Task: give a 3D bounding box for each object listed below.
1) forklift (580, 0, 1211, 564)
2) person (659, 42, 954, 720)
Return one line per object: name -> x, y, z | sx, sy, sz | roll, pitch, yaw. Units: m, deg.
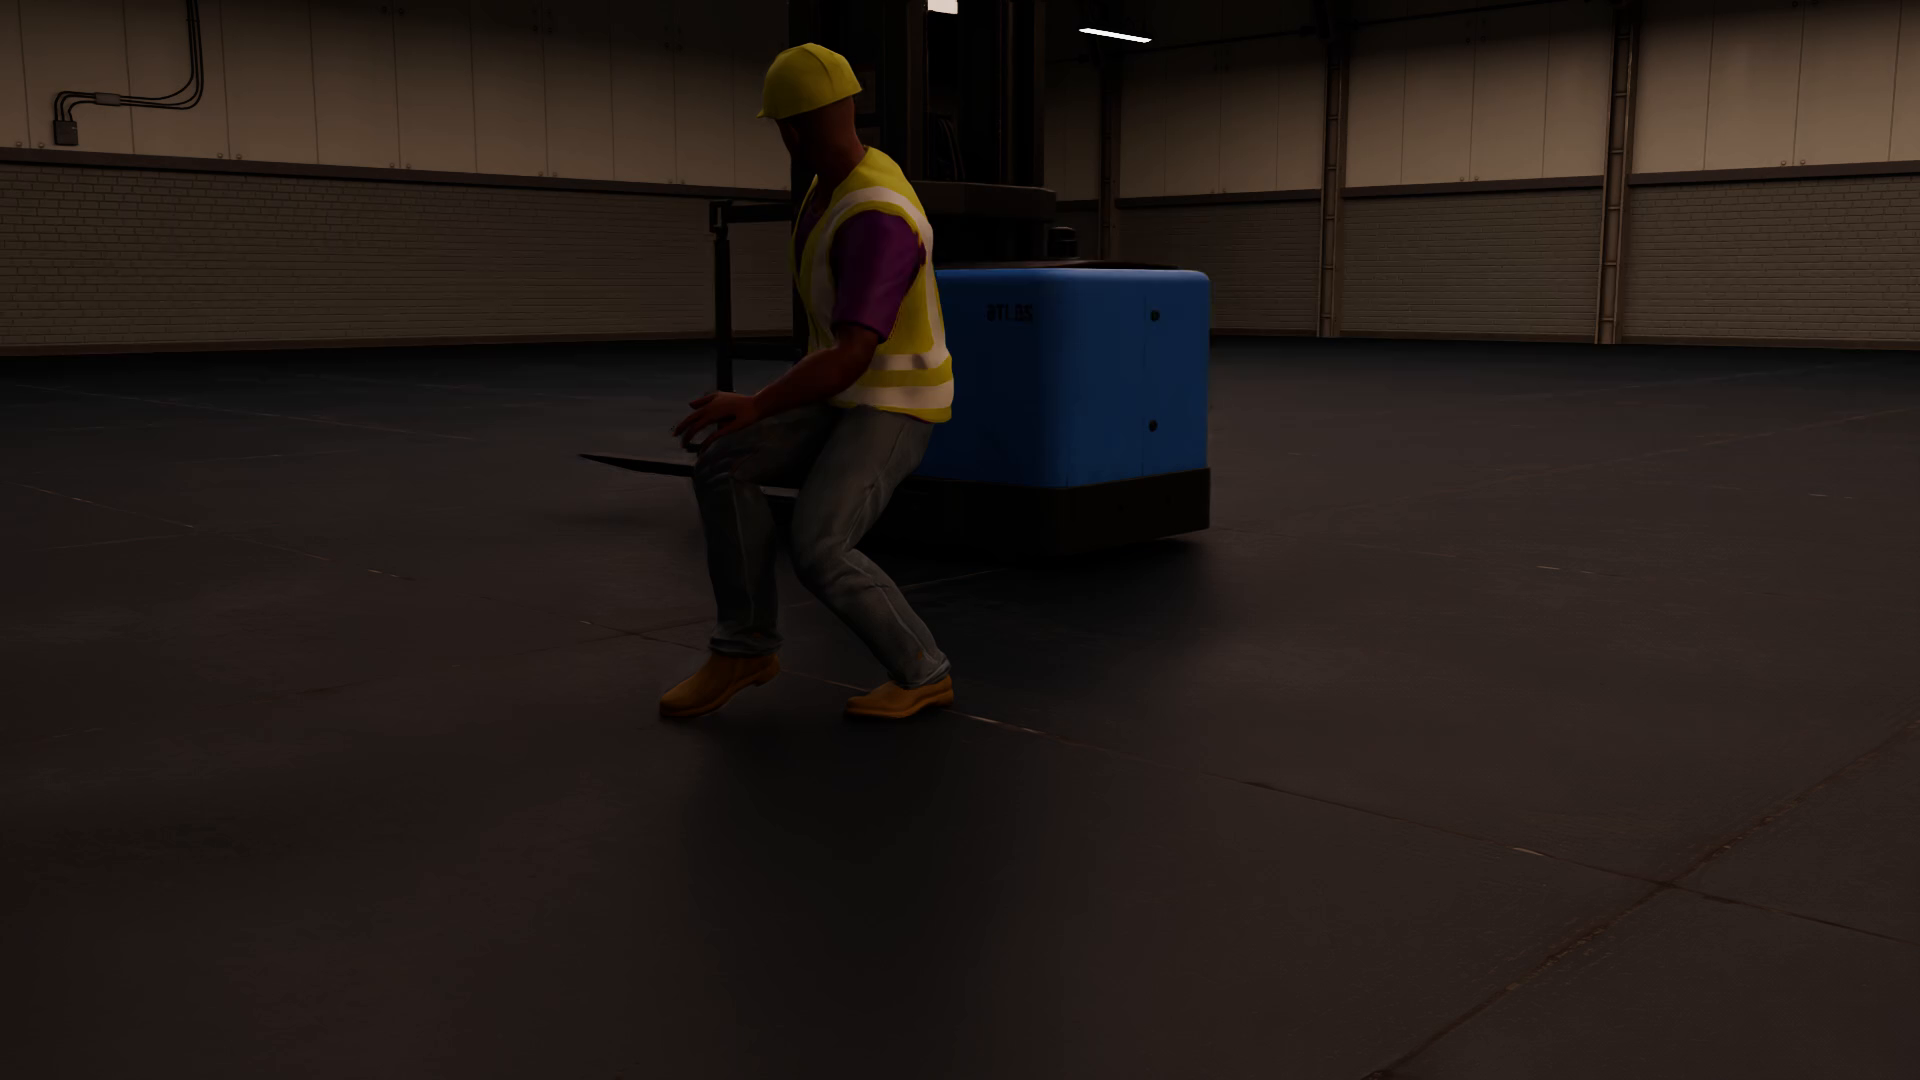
forklift -> -0.452, -1.523, 6.986 | 3.031, 2.935, 1.130 | 7, 11, 41
person -> -0.374, -0.358, 3.966 | 0.797, 1.556, 0.807 | -5, 10, -31
